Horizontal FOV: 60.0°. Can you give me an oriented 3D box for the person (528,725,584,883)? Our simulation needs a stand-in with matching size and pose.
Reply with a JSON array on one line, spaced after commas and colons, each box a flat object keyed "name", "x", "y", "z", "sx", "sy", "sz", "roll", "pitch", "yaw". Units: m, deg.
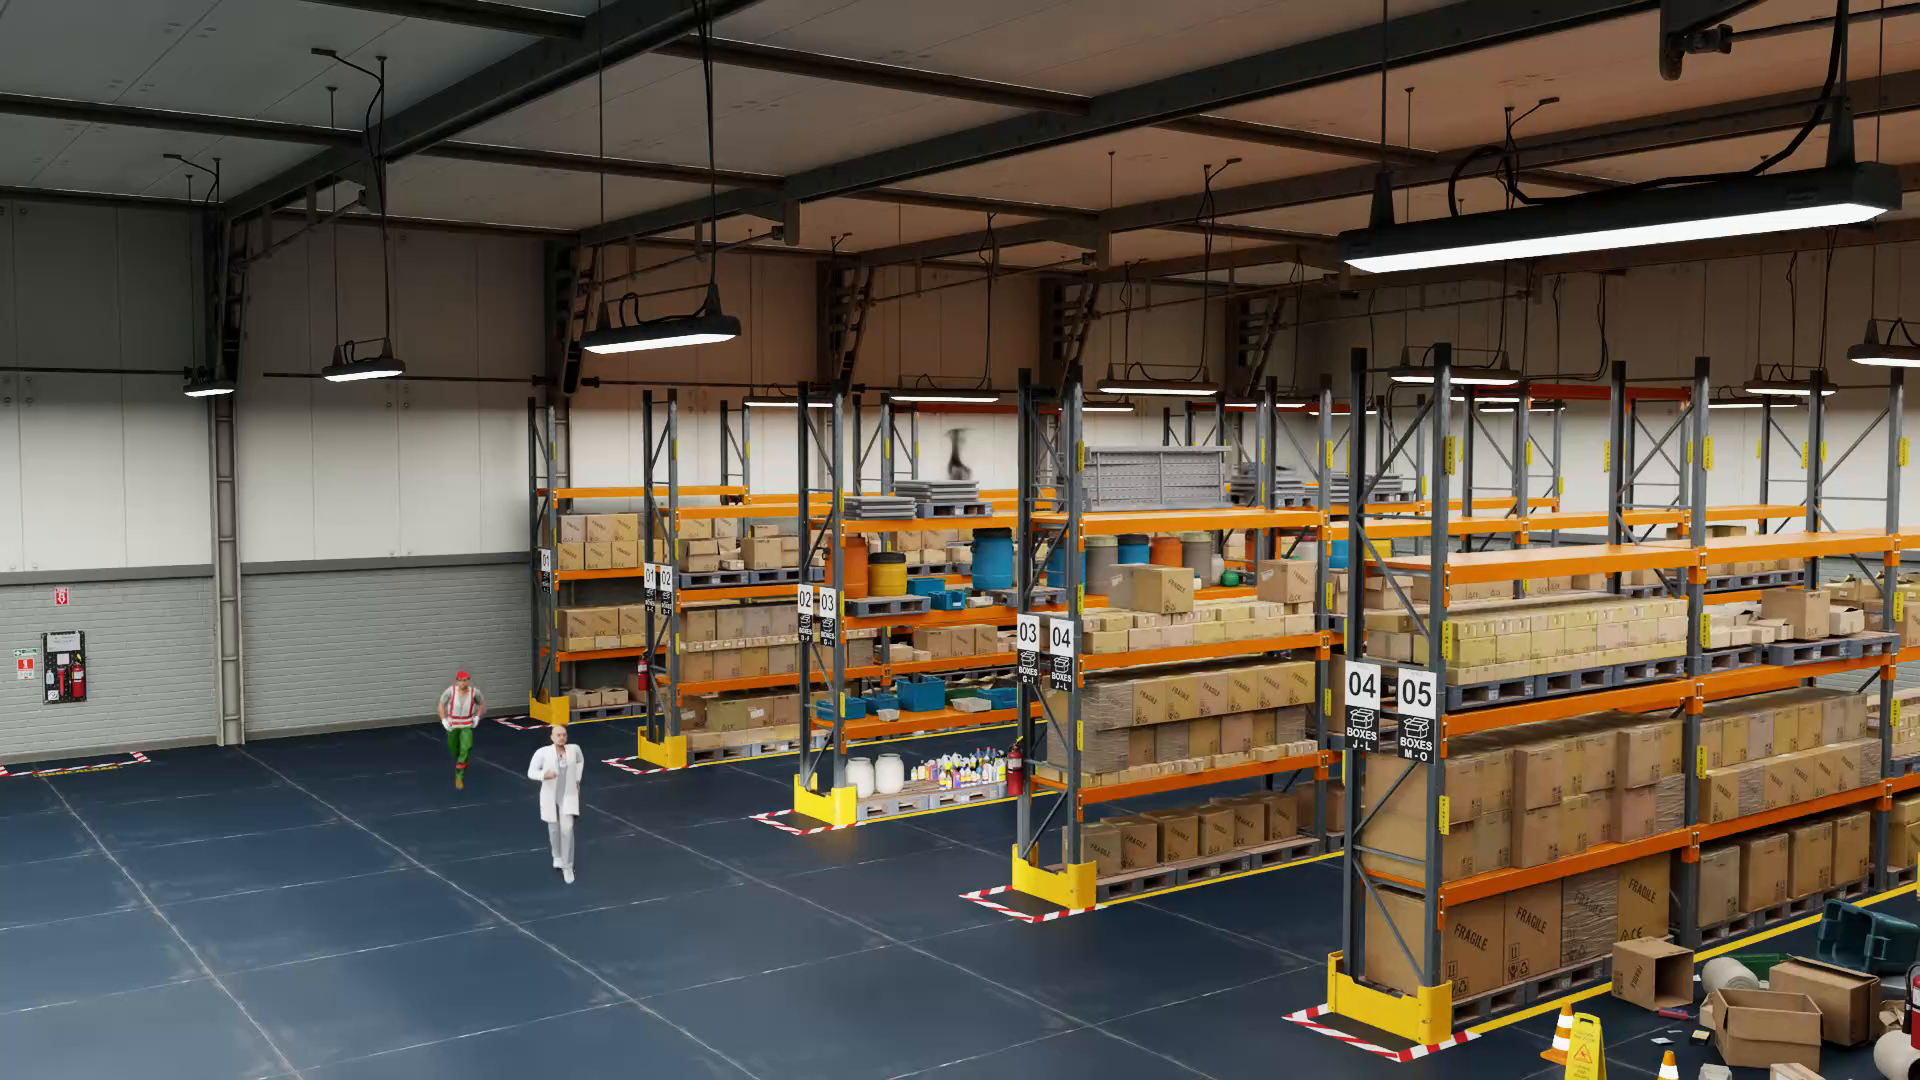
[{"name": "person", "x": -4.795, "y": 3.120, "z": 19.779, "sx": 0.669, "sy": 1.855, "sz": 0.861, "roll": -1, "pitch": 4, "yaw": -17}]

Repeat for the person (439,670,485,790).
[{"name": "person", "x": -7.529, "y": 2.826, "z": 25.148, "sx": 0.664, "sy": 1.767, "sz": 0.942, "roll": -1, "pitch": 3, "yaw": -14}]
